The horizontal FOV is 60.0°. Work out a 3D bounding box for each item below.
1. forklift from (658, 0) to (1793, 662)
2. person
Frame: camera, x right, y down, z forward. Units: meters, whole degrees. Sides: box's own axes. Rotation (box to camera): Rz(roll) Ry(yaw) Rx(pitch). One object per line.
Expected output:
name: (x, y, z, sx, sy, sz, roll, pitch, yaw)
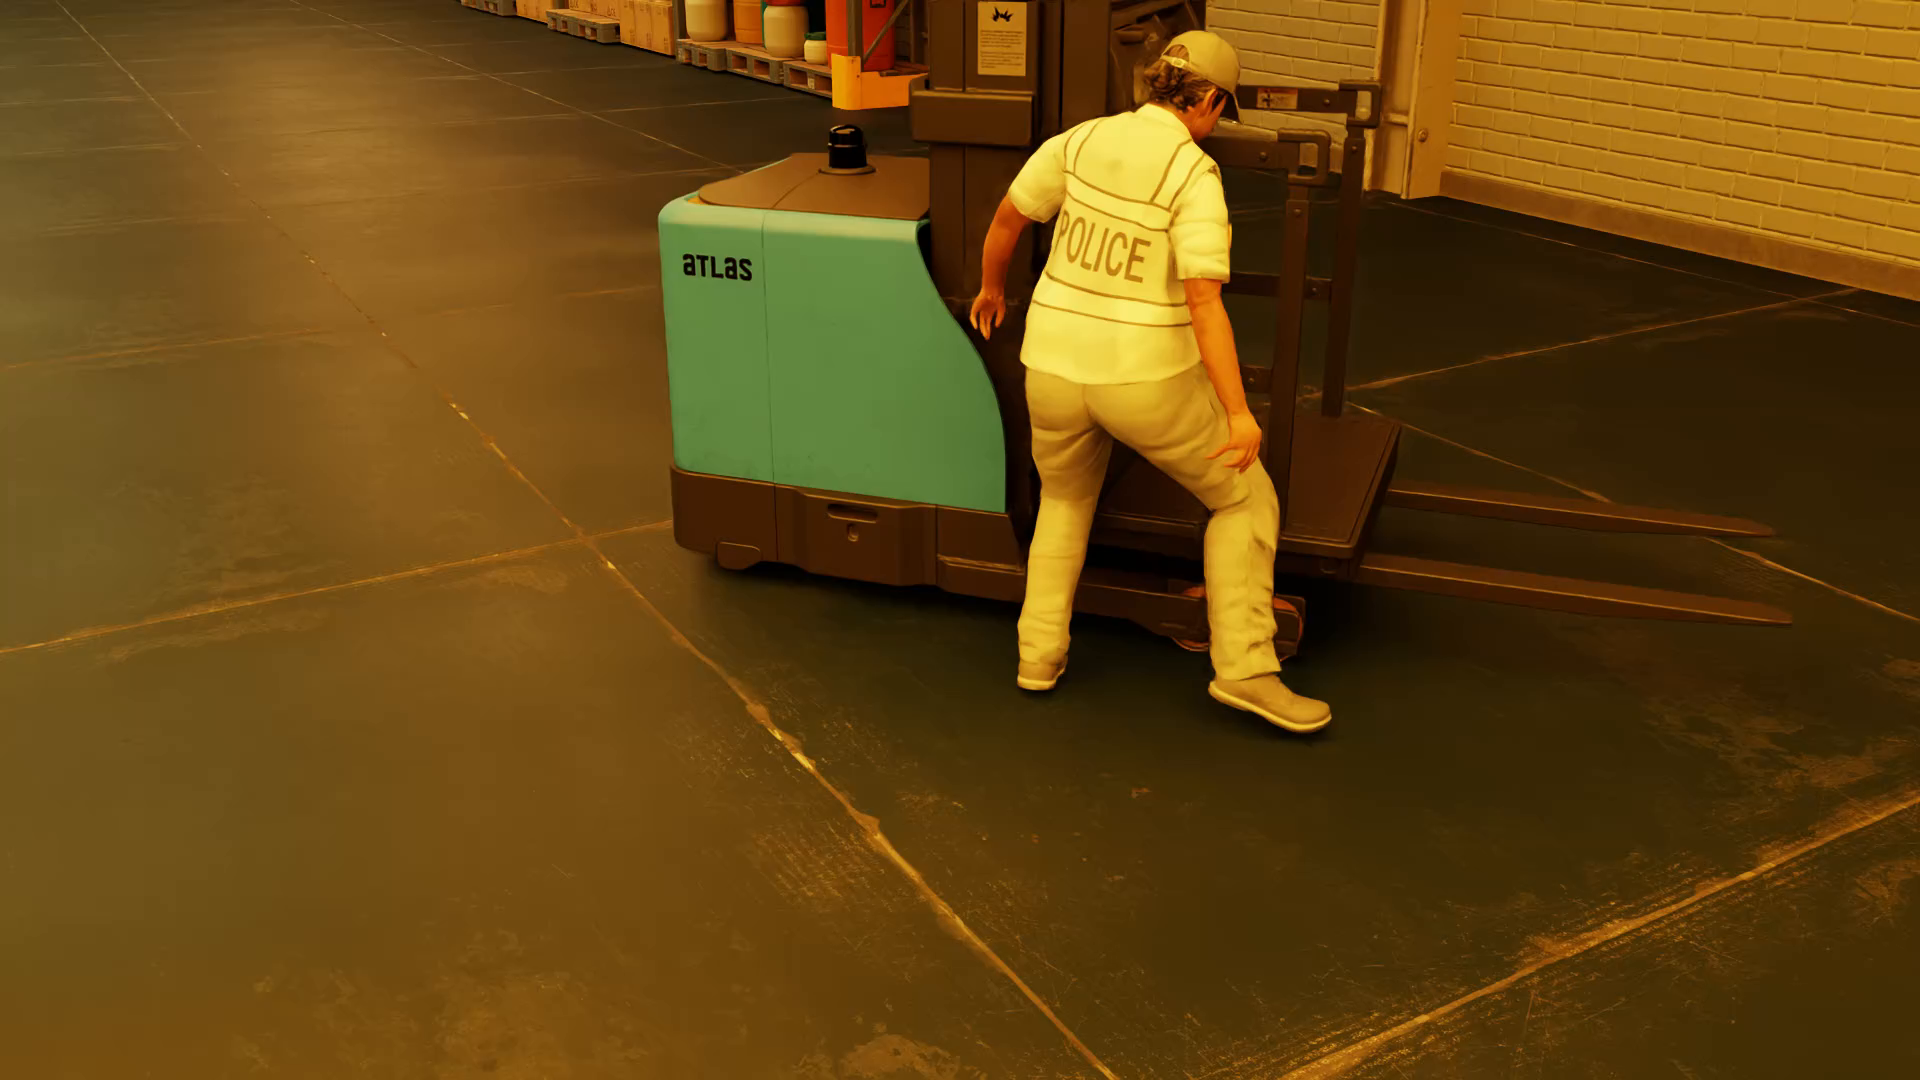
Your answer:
forklift: (0.722, -1.262, 4.350, 3.031, 2.935, 1.130, 8, 24, 18)
person: (0.447, -0.370, 3.969, 1.061, 1.612, 0.521, 17, 28, 35)
